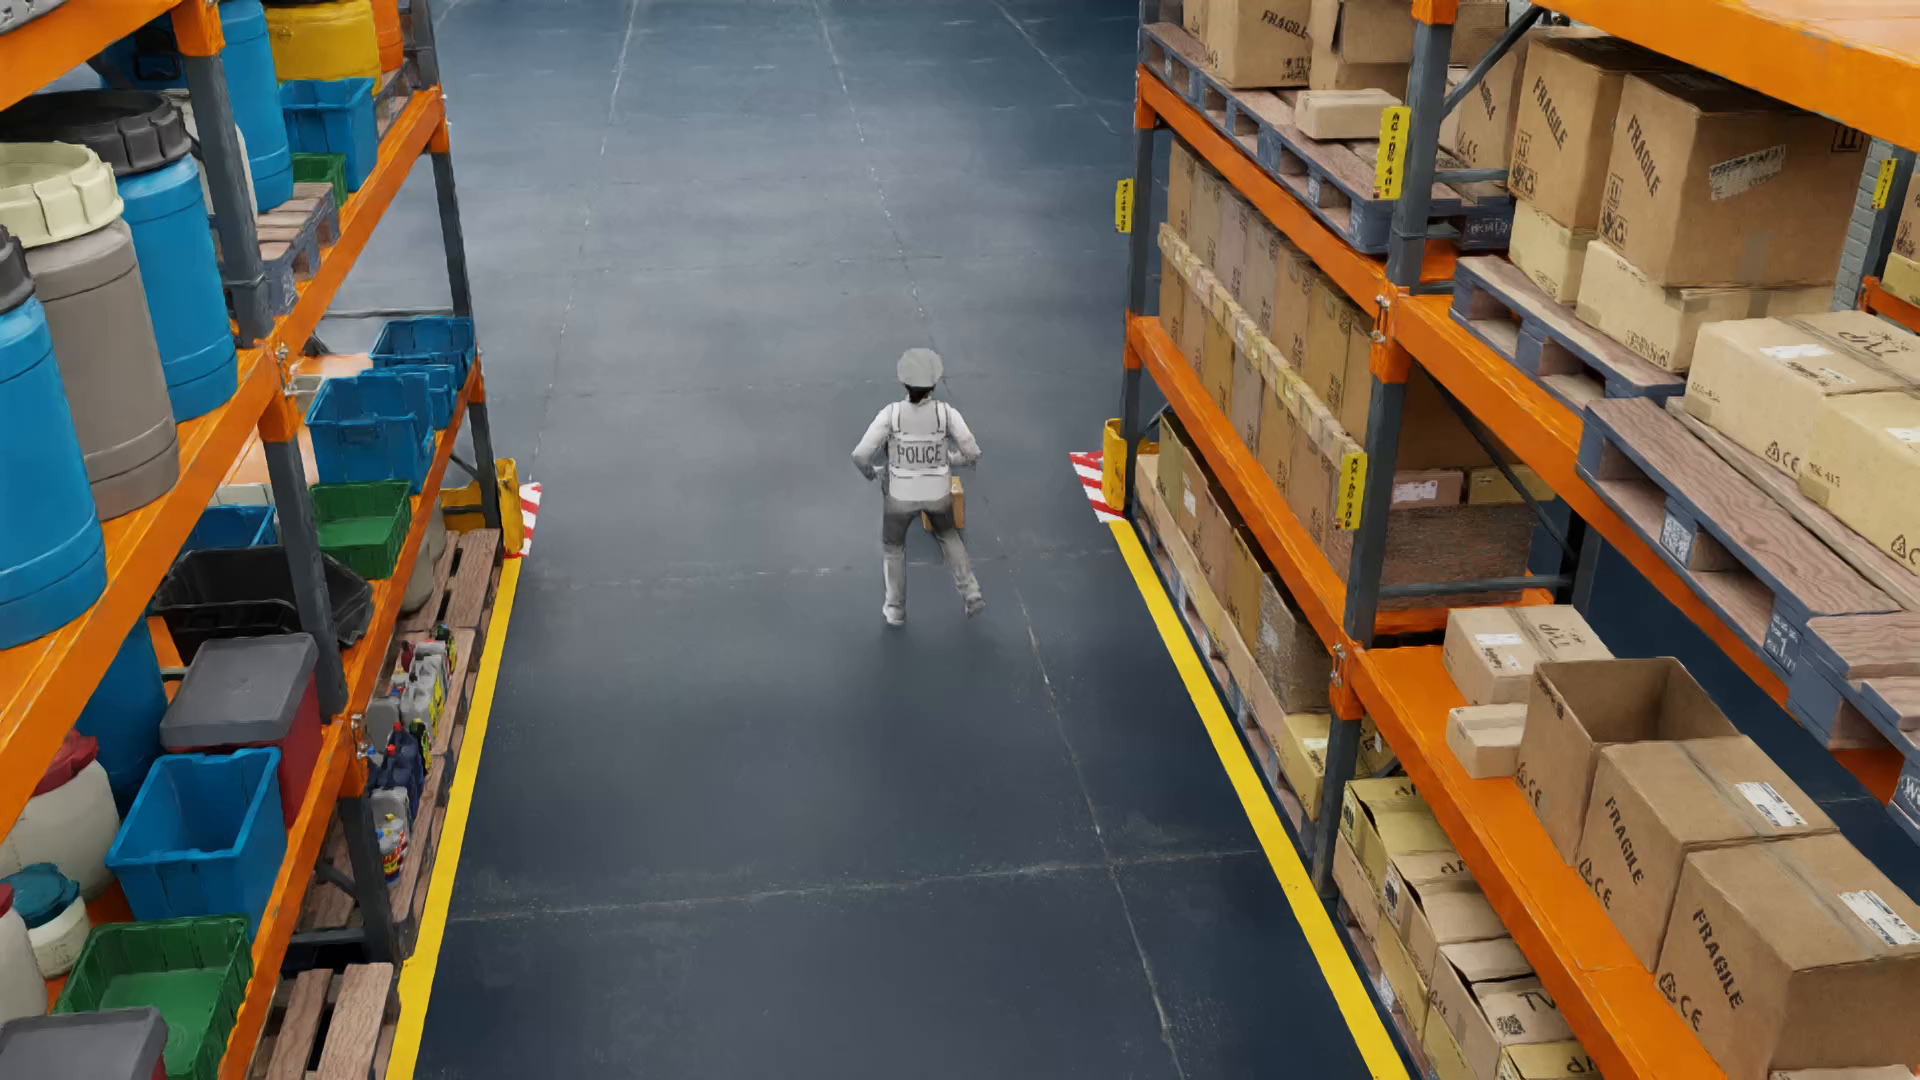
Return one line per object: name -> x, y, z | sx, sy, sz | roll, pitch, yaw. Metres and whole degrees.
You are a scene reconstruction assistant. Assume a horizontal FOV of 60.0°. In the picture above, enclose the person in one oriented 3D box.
person -> -0.233, -0.272, 9.151 | 0.727, 1.670, 0.461 | -5, 28, -10
